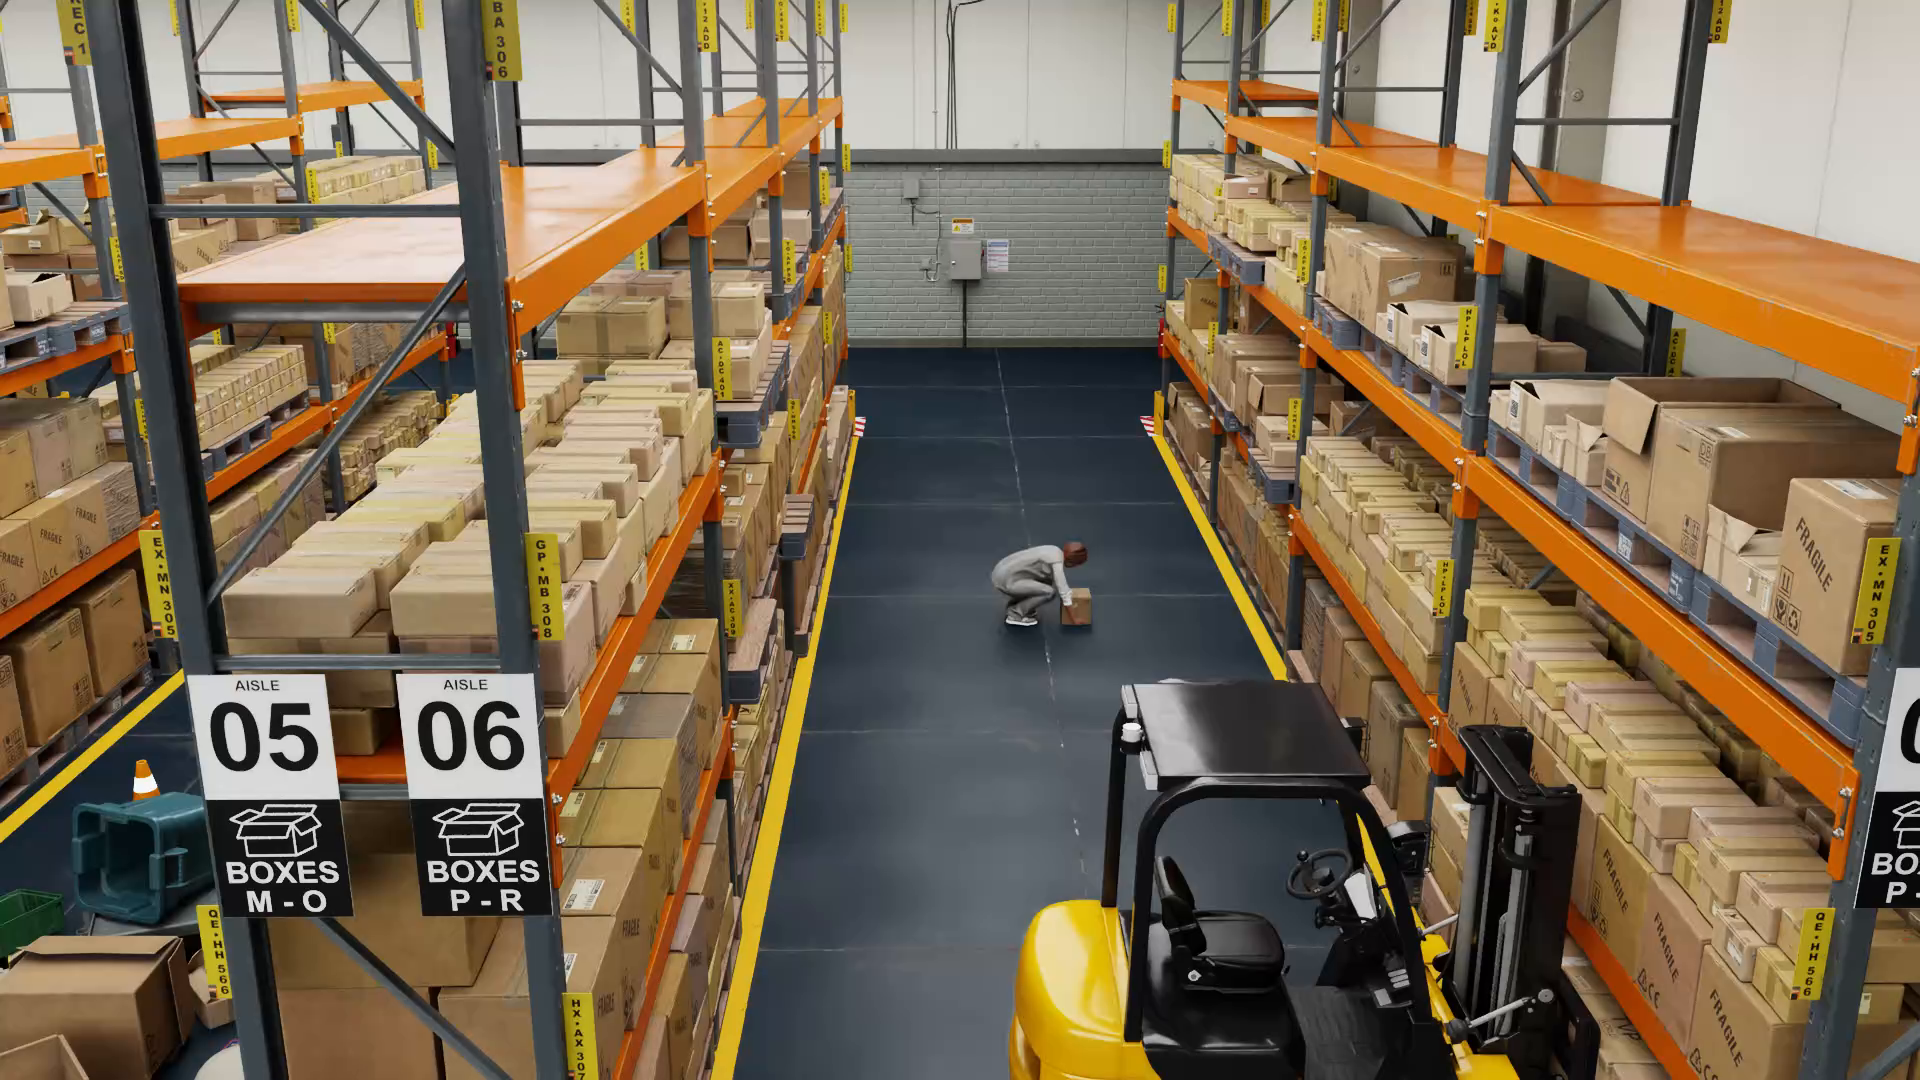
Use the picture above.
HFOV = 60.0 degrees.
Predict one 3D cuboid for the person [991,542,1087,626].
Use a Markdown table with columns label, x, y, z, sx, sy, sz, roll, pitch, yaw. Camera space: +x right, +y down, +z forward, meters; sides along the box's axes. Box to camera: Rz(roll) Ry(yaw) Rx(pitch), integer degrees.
| label | x | y | z | sx | sy | sz | roll | pitch | yaw |
| --- | --- | --- | --- | --- | --- | --- | --- | --- | --- |
| person | 0.683 | 0.398 | 14.405 | 0.839 | 0.756 | 0.431 | -1 | 17 | -2 |
